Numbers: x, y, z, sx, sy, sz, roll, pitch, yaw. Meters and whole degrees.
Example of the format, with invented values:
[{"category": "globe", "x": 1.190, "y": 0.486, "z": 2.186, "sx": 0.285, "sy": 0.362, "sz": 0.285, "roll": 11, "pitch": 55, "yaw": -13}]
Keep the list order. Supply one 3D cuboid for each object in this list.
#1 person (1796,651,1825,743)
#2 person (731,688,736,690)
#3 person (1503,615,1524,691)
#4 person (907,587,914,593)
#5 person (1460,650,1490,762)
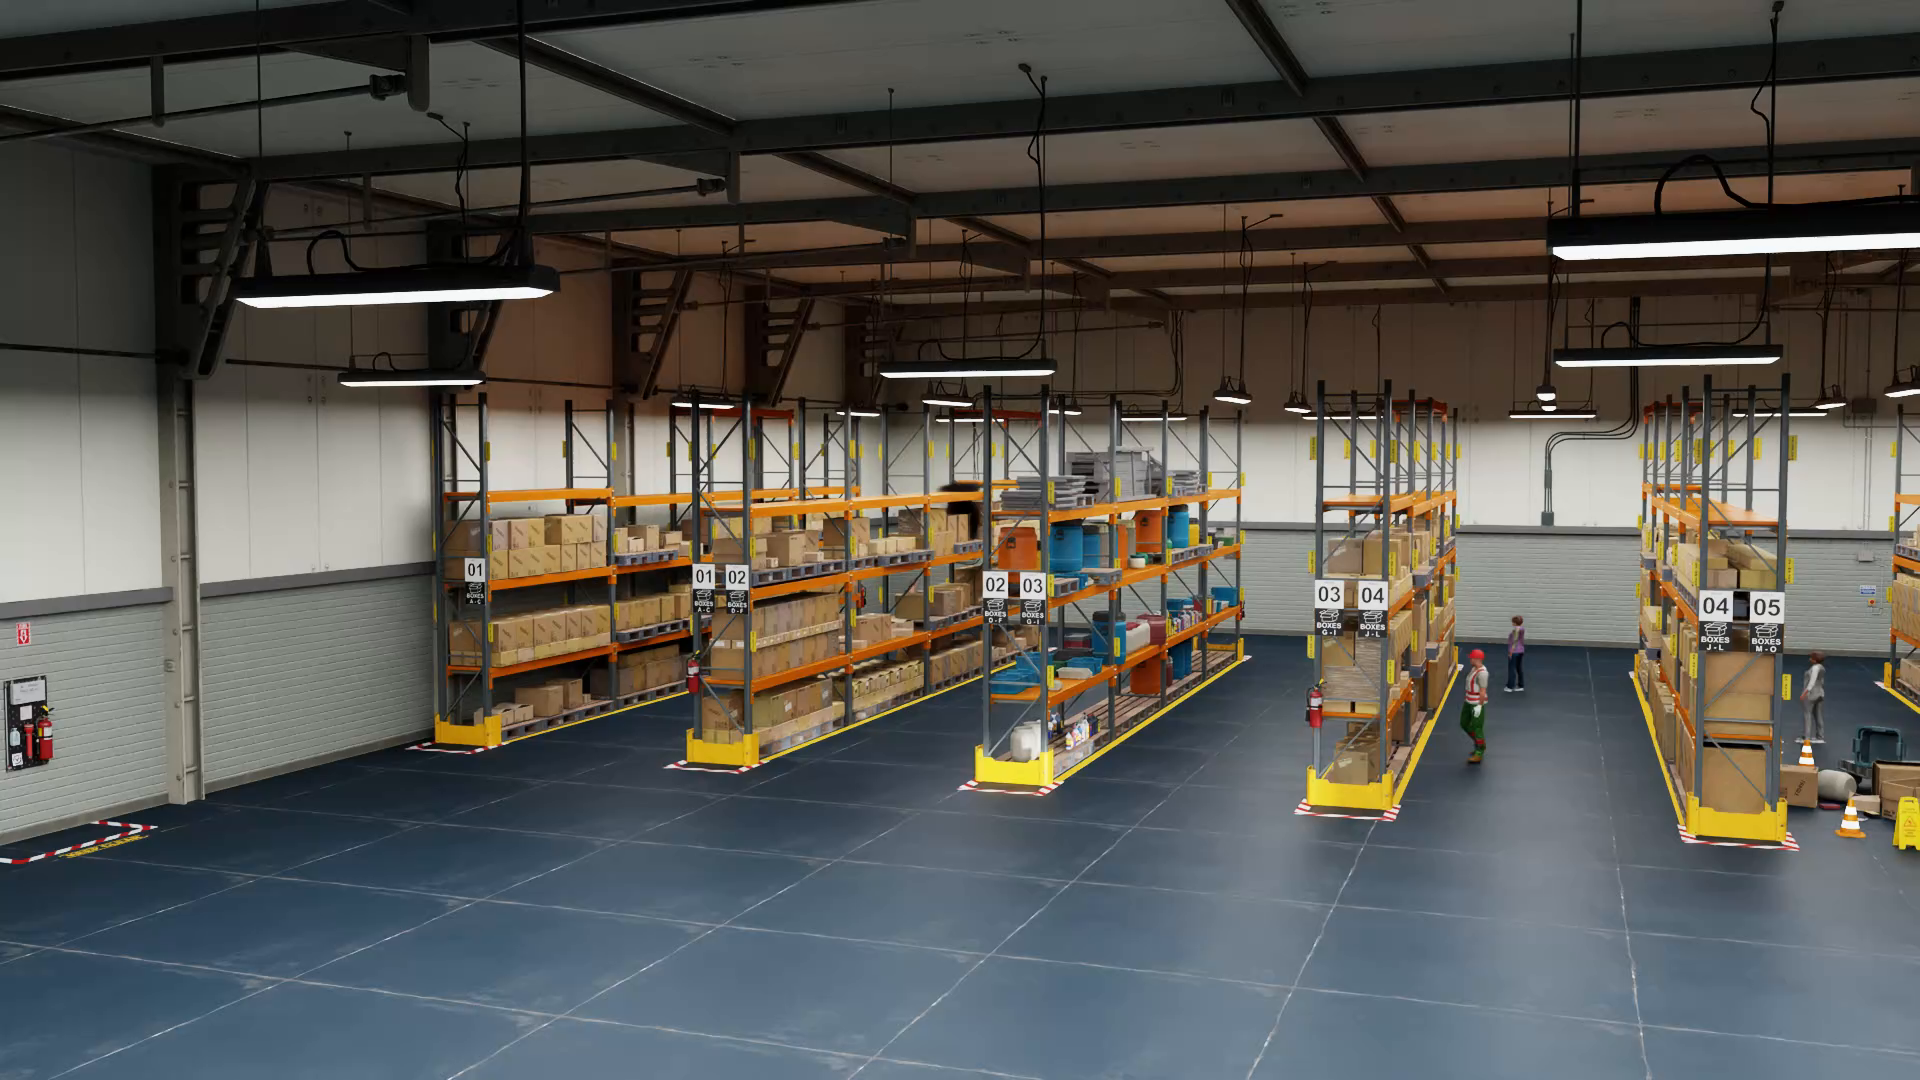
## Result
[{"category": "person", "x": 14.581, "y": 2.747, "z": 28.487, "sx": 0.523, "sy": 1.489, "sz": 0.382, "roll": -2, "pitch": 3, "yaw": -28}, {"category": "person", "x": -4.163, "y": 2.434, "z": 31.525, "sx": 0.449, "sy": 1.770, "sz": 0.593, "roll": 1, "pitch": 3, "yaw": 21}, {"category": "person", "x": 11.544, "y": 2.385, "z": 34.645, "sx": 0.382, "sy": 1.558, "sz": 0.480, "roll": 3, "pitch": 4, "yaw": 42}, {"category": "person", "x": -1.229, "y": 1.918, "z": 39.691, "sx": 0.430, "sy": 1.604, "sz": 1.022, "roll": 2, "pitch": 3, "yaw": 29}, {"category": "person", "x": 8.374, "y": 2.664, "z": 26.953, "sx": 0.484, "sy": 1.790, "sz": 0.625, "roll": 0, "pitch": 3, "yaw": -8}]
